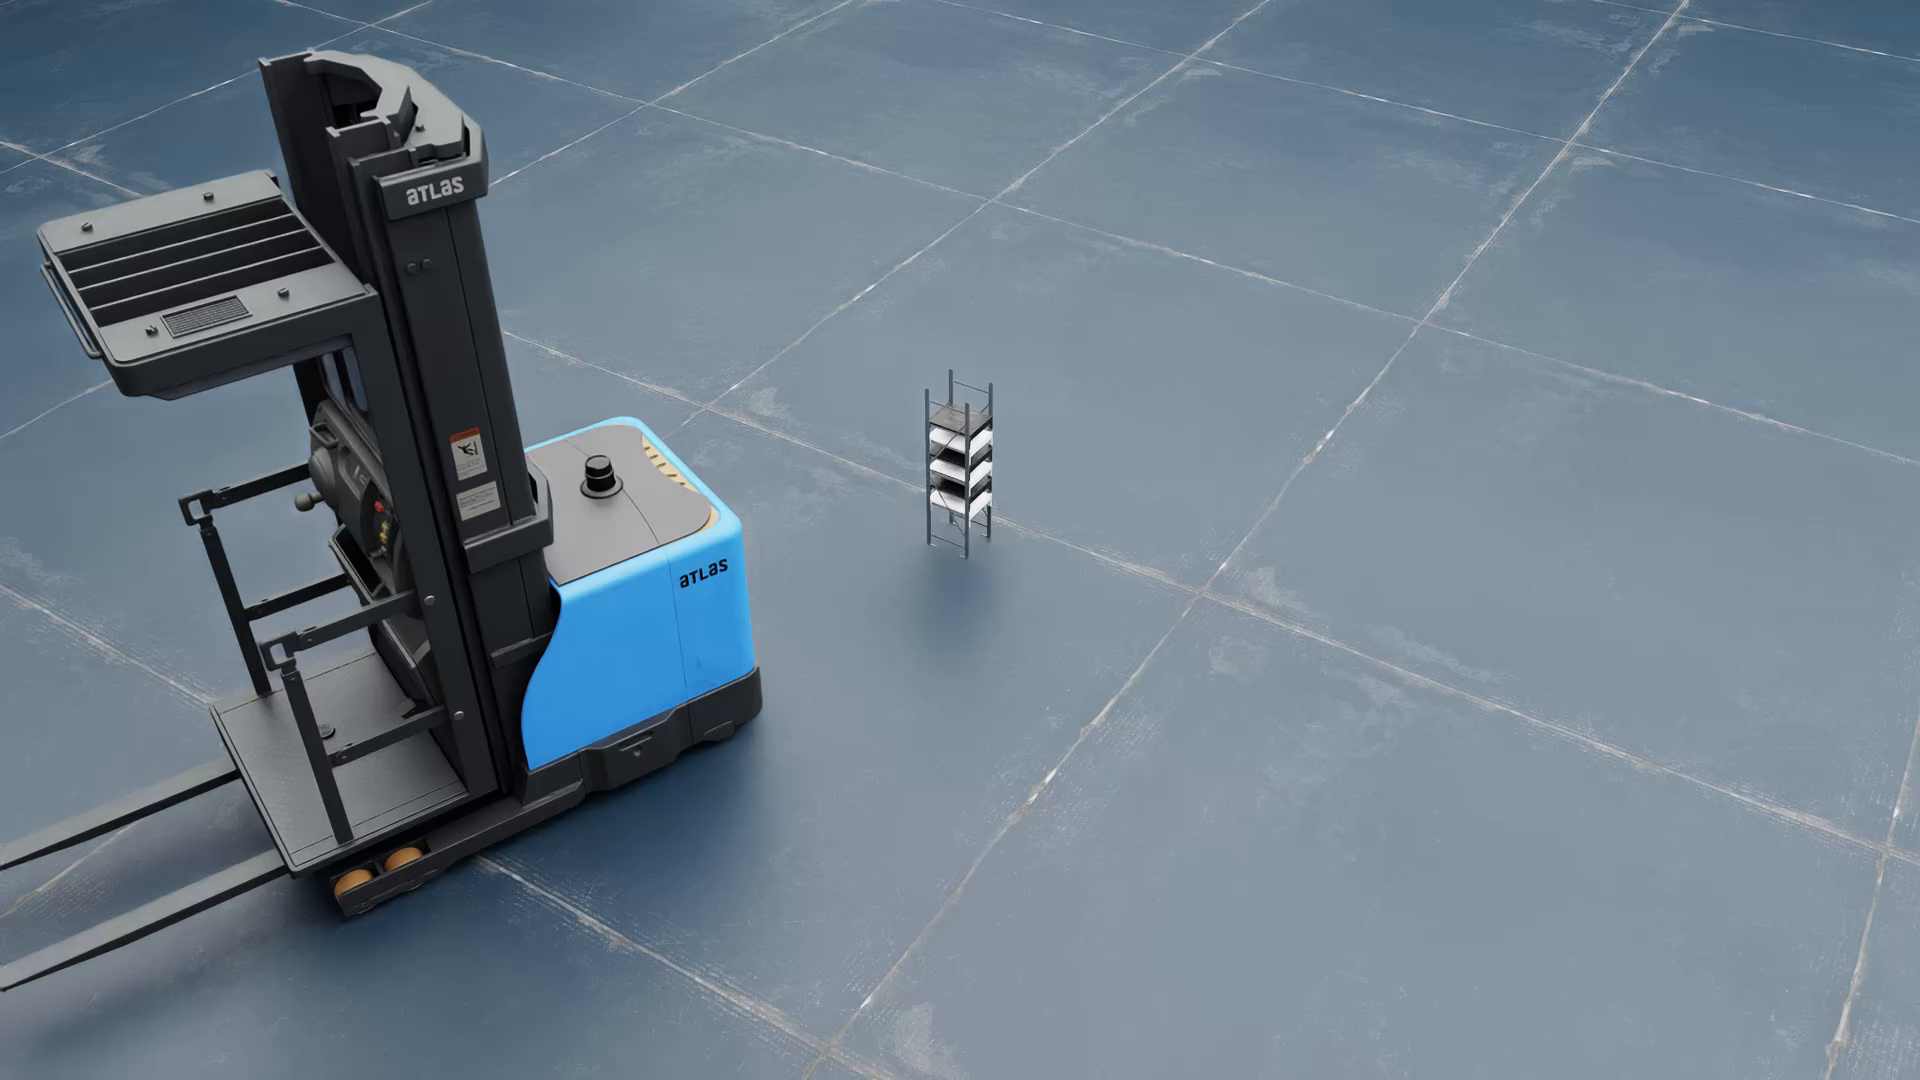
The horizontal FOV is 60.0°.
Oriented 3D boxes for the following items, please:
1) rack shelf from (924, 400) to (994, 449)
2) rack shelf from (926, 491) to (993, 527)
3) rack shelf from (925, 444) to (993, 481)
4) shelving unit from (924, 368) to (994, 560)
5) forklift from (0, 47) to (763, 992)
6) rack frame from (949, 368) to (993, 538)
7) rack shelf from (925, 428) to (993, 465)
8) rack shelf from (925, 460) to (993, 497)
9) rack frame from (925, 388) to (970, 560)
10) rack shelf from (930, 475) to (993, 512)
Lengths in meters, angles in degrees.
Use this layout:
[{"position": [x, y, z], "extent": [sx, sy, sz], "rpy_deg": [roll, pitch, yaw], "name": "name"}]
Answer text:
[{"position": [-0.004, -0.540, 7.765], "extent": [0.258, 0.077, 0.200], "rpy_deg": [21, 42, 25], "name": "rack shelf"}, {"position": [-0.004, -0.183, 8.040], "extent": [0.258, 0.077, 0.200], "rpy_deg": [21, 42, 25], "name": "rack shelf"}, {"position": [-0.004, -0.397, 7.875], "extent": [0.258, 0.077, 0.200], "rpy_deg": [21, 42, 25], "name": "rack shelf"}, {"position": [-0.004, -0.352, 7.909], "extent": [0.258, 0.900, 0.210], "rpy_deg": [21, 42, 25], "name": "shelving unit"}, {"position": [-2.347, -0.106, 5.927], "extent": [3.031, 2.935, 1.130], "rpy_deg": [-23, 43, -27], "name": "forklift"}, {"position": [0.050, -0.405, 7.977], "extent": [0.240, 0.900, 0.006], "rpy_deg": [21, 42, 25], "name": "rack frame"}, {"position": [-0.004, -0.468, 7.820], "extent": [0.258, 0.077, 0.200], "rpy_deg": [21, 42, 25], "name": "rack shelf"}, {"position": [-0.004, -0.326, 7.930], "extent": [0.258, 0.077, 0.200], "rpy_deg": [21, 42, 25], "name": "rack shelf"}, {"position": [-0.059, -0.300, 7.841], "extent": [0.240, 0.900, 0.006], "rpy_deg": [21, 42, 25], "name": "rack frame"}, {"position": [-0.004, -0.255, 7.985], "extent": [0.258, 0.077, 0.200], "rpy_deg": [21, 42, 25], "name": "rack shelf"}]
